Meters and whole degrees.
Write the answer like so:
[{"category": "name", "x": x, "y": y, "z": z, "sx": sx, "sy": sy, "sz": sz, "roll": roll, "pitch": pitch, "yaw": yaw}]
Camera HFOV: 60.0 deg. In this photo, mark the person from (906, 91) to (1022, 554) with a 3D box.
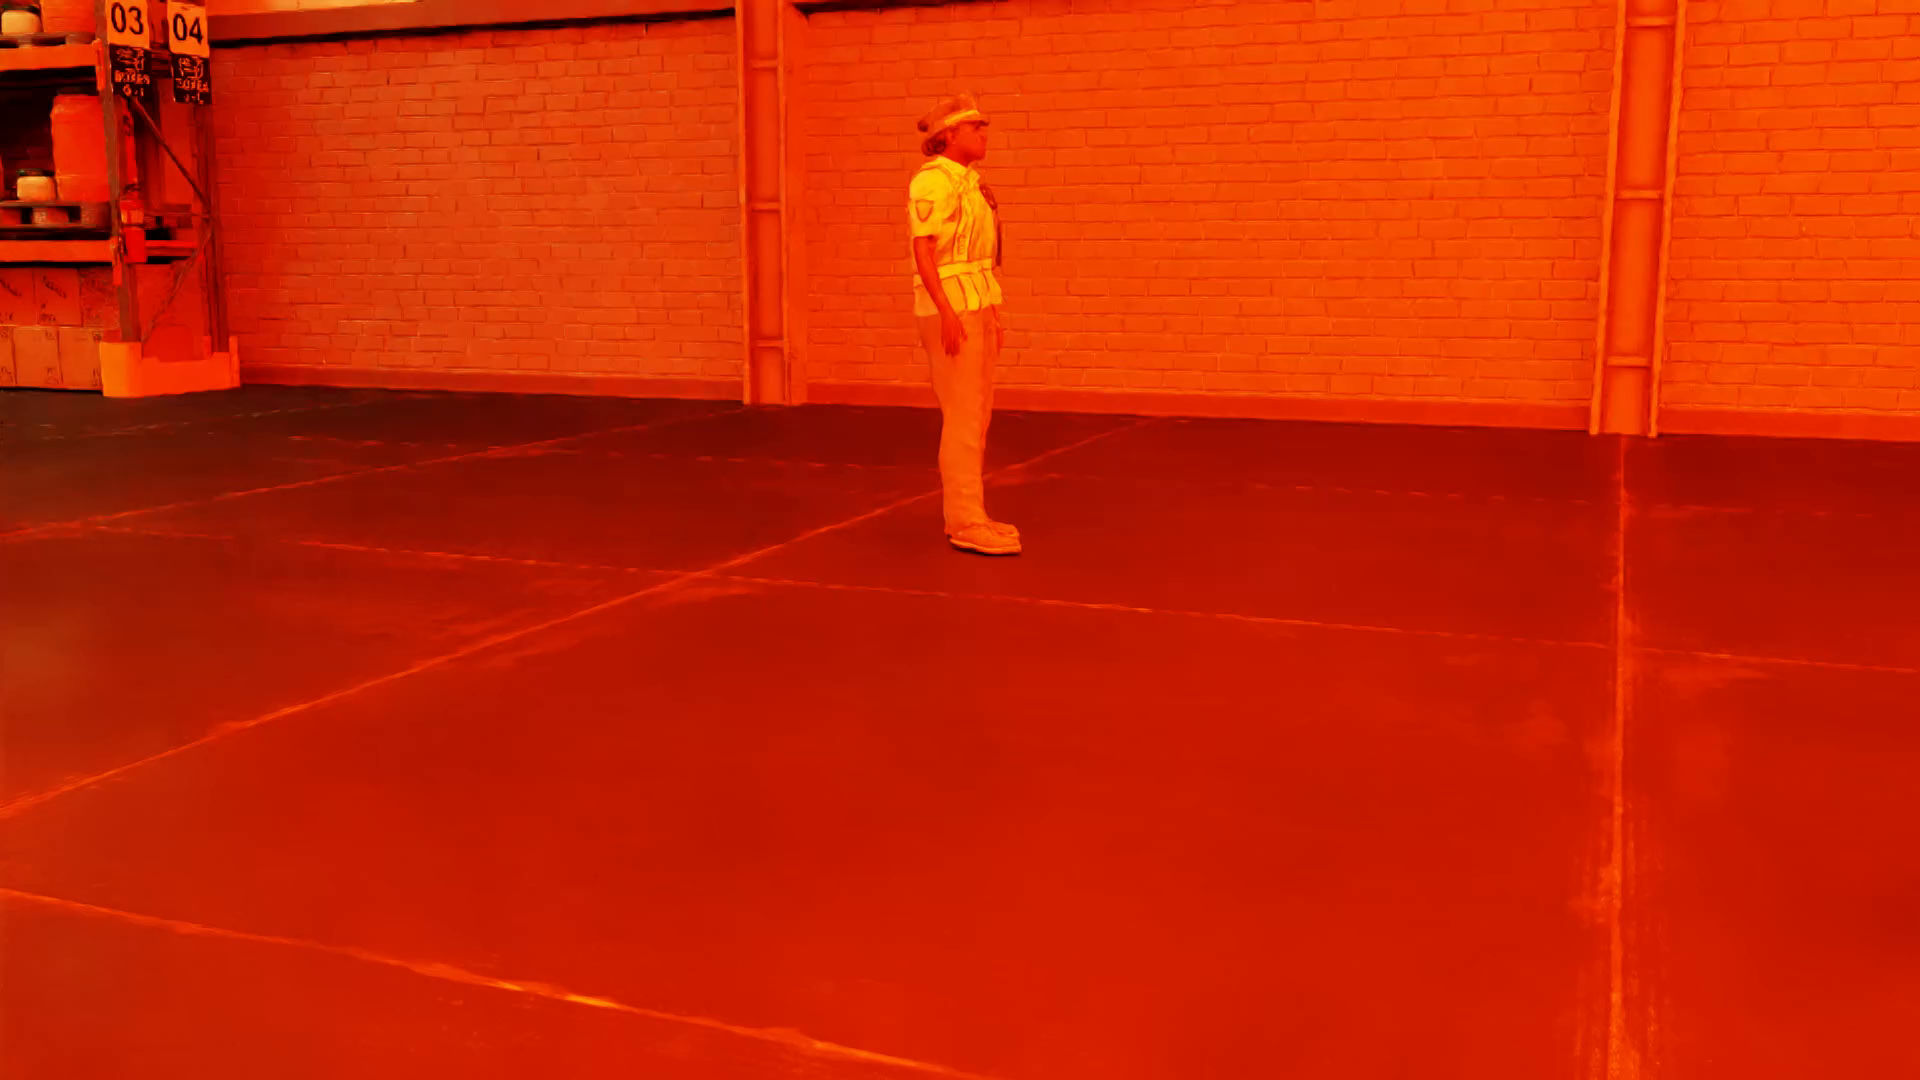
[{"category": "person", "x": 0.063, "y": -0.835, "z": 6.297, "sx": 0.529, "sy": 1.695, "sz": 0.570, "roll": 4, "pitch": 10, "yaw": 21}]
